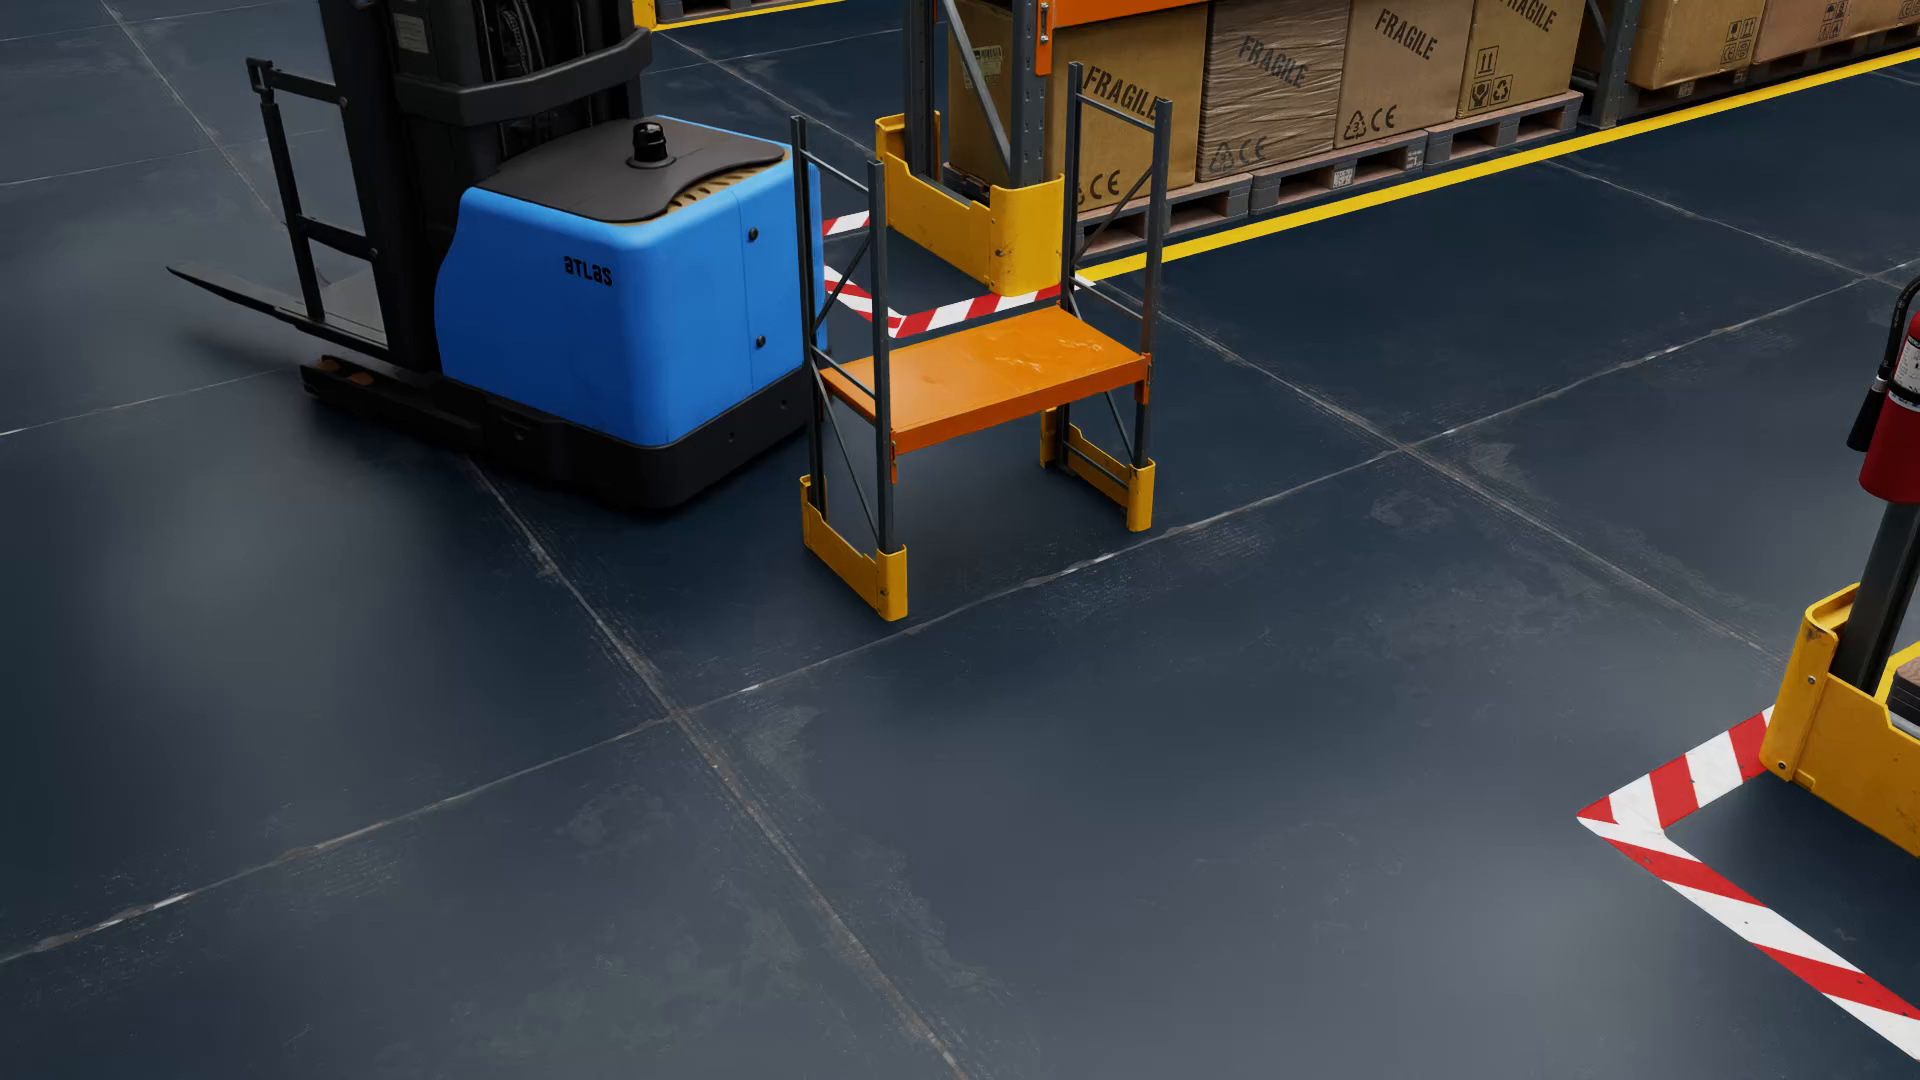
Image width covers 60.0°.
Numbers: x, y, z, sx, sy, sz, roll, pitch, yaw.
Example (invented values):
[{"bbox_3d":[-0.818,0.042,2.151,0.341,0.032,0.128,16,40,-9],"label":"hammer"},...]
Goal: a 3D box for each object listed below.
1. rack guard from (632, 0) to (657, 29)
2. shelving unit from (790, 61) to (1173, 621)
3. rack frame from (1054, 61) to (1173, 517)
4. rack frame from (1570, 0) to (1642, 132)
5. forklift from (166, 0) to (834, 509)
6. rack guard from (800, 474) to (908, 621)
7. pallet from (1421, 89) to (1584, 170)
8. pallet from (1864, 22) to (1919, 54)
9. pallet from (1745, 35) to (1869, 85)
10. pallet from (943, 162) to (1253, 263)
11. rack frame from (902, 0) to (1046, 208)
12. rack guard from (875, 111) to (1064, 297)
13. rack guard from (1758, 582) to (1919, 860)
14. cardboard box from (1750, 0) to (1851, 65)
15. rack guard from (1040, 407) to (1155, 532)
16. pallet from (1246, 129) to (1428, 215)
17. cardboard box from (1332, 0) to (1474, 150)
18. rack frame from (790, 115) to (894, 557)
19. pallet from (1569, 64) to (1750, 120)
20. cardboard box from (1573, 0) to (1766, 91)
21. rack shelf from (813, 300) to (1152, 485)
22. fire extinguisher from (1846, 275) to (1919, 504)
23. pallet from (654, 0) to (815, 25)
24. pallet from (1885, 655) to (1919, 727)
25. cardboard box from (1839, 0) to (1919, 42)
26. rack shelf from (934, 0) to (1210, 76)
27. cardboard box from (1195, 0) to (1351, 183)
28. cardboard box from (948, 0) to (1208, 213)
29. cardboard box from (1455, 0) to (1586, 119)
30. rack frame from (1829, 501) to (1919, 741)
[{"bbox_3d":[-2.490,-3.885,11.439,0.348,0.500,1.175,-19,37,-27],"label":"rack guard"},{"bbox_3d":[0.064,-0.656,5.385,1.083,1.500,0.587,-19,37,-27],"label":"shelving unit"},{"bbox_3d":[0.499,-0.806,5.622,0.032,1.500,0.500,-19,37,-27],"label":"rack frame"},{"bbox_3d":[3.411,-3.823,8.998,0.127,3.000,1.000,-19,37,-27],"label":"rack frame"},{"bbox_3d":[-2.001,-1.944,6.085,3.031,2.935,1.130,19,37,28],"label":"forklift"},{"bbox_3d":[-0.354,0.016,5.490,0.087,0.250,0.587,-19,37,-27],"label":"rack guard"},{"bbox_3d":[2.729,-2.459,9.450,1.213,0.211,1.003,-19,37,-27],"label":"pallet"},{"bbox_3d":[6.069,-3.605,11.268,1.213,0.211,1.003,-19,37,-27],"label":"pallet"},{"bbox_3d":[5.045,-3.255,10.712,1.213,0.211,1.003,-19,37,-27],"label":"pallet"},{"bbox_3d":[0.678,-1.753,8.331,1.213,0.211,1.003,-19,37,-27],"label":"pallet"},{"bbox_3d":[0.049,-2.666,7.165,0.127,3.000,1.000,-19,37,-27],"label":"rack frame"},{"bbox_3d":[0.028,-1.602,7.821,0.348,0.500,1.175,-19,37,-27],"label":"rack guard"},{"bbox_3d":[2.719,0.625,4.291,0.348,0.500,1.175,-19,37,-27],"label":"rack guard"},{"bbox_3d":[4.688,-3.554,10.171,0.875,0.875,1.225,-20,38,-29],"label":"cardboard box"},{"bbox_3d":[0.483,-0.272,5.946,0.087,0.250,0.587,-19,37,-27],"label":"rack guard"},{"bbox_3d":[1.703,-2.104,8.887,1.213,0.211,1.003,-19,37,-27],"label":"pallet"},{"bbox_3d":[2.056,-2.687,8.795,0.875,0.875,0.875,-19,37,-27],"label":"cardboard box"},{"bbox_3d":[-0.356,-0.512,5.156,0.032,1.500,0.500,-19,37,-27],"label":"rack frame"},{"bbox_3d":[4.018,-2.900,10.150,1.213,0.211,1.003,-19,37,-27],"label":"pallet"},{"bbox_3d":[3.938,-3.296,9.761,0.875,0.875,1.225,-19,37,-27],"label":"cardboard box"},{"bbox_3d":[0.072,-0.507,5.485,1.000,0.185,0.538,-19,37,-27],"label":"rack shelf"},{"bbox_3d":[2.359,-0.415,4.019,0.183,0.674,0.296,-19,37,-27],"label":"fire extinguisher"},{"bbox_3d":[-1.788,-3.981,11.864,1.213,0.211,1.003,-19,37,-27],"label":"pallet"},{"bbox_3d":[3.446,0.513,4.739,1.213,0.211,1.003,-19,37,-27],"label":"pallet"},{"bbox_3d":[5.428,-3.814,10.582,0.875,0.875,1.225,-19,37,-27],"label":"cardboard box"},{"bbox_3d":[1.730,-2.940,8.274,4.000,0.370,1.077,-19,37,-27],"label":"rack shelf"},{"bbox_3d":[1.308,-2.429,8.387,0.875,0.875,0.875,-19,37,-27],"label":"cardboard box"},{"bbox_3d":[0.543,-2.166,7.970,0.875,0.875,0.875,-19,37,-27],"label":"cardboard box"},{"bbox_3d":[2.813,-2.947,9.208,0.875,0.875,0.875,-19,37,-27],"label":"cardboard box"},{"bbox_3d":[2.732,-0.445,3.644,0.127,3.000,1.000,-19,37,-27],"label":"rack frame"}]
